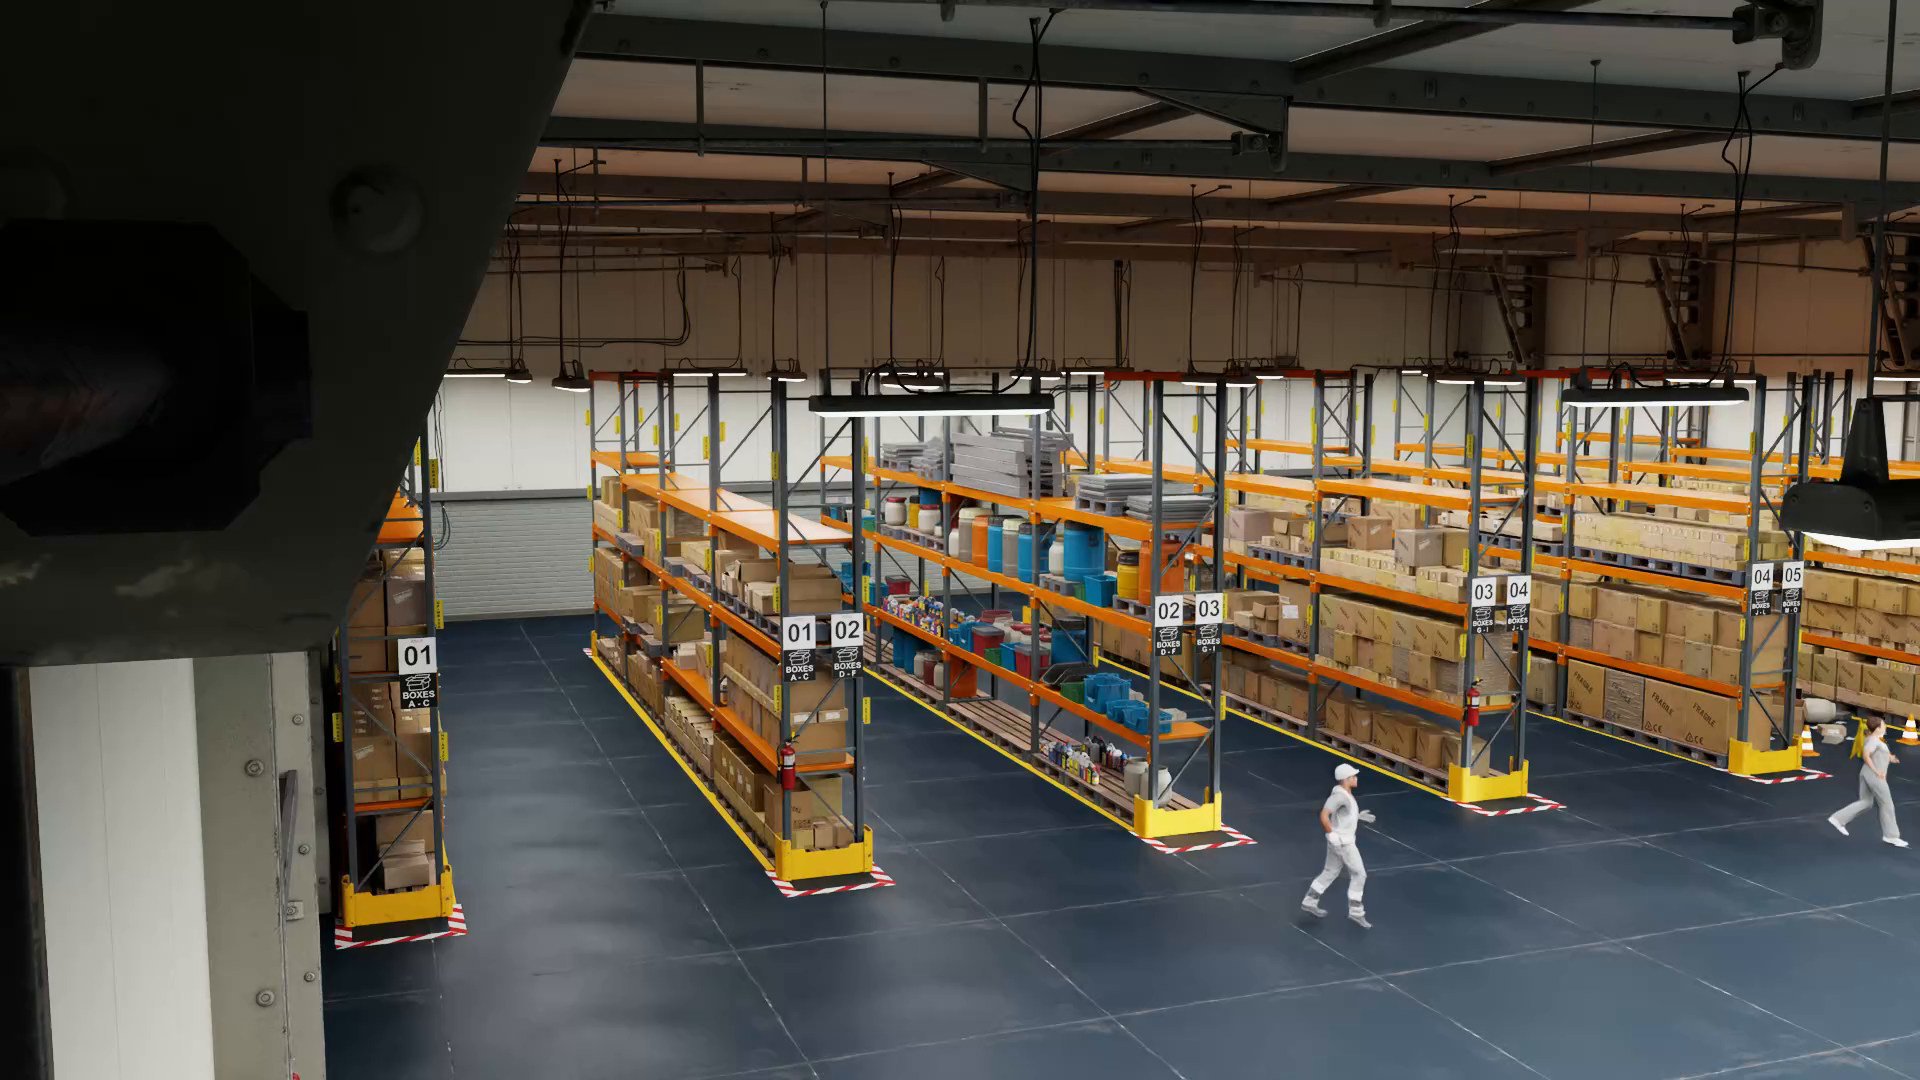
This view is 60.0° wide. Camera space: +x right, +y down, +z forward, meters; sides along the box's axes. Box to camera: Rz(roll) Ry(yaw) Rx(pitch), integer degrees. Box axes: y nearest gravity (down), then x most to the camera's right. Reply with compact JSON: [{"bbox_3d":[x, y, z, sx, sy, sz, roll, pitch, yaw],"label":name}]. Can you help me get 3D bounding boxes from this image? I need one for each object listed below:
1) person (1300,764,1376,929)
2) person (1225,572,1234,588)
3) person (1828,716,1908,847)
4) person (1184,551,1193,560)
[{"bbox_3d":[4.217,3.388,18.497,0.809,1.841,0.638,0,6,4],"label":"person"},{"bbox_3d":[6.638,0.856,41.573,0.875,1.661,0.662,2,7,18],"label":"person"},{"bbox_3d":[11.767,3.101,21.476,0.957,1.681,0.567,1,6,10],"label":"person"},{"bbox_3d":[5.349,0.945,40.550,0.765,1.724,0.915,5,8,39],"label":"person"}]
